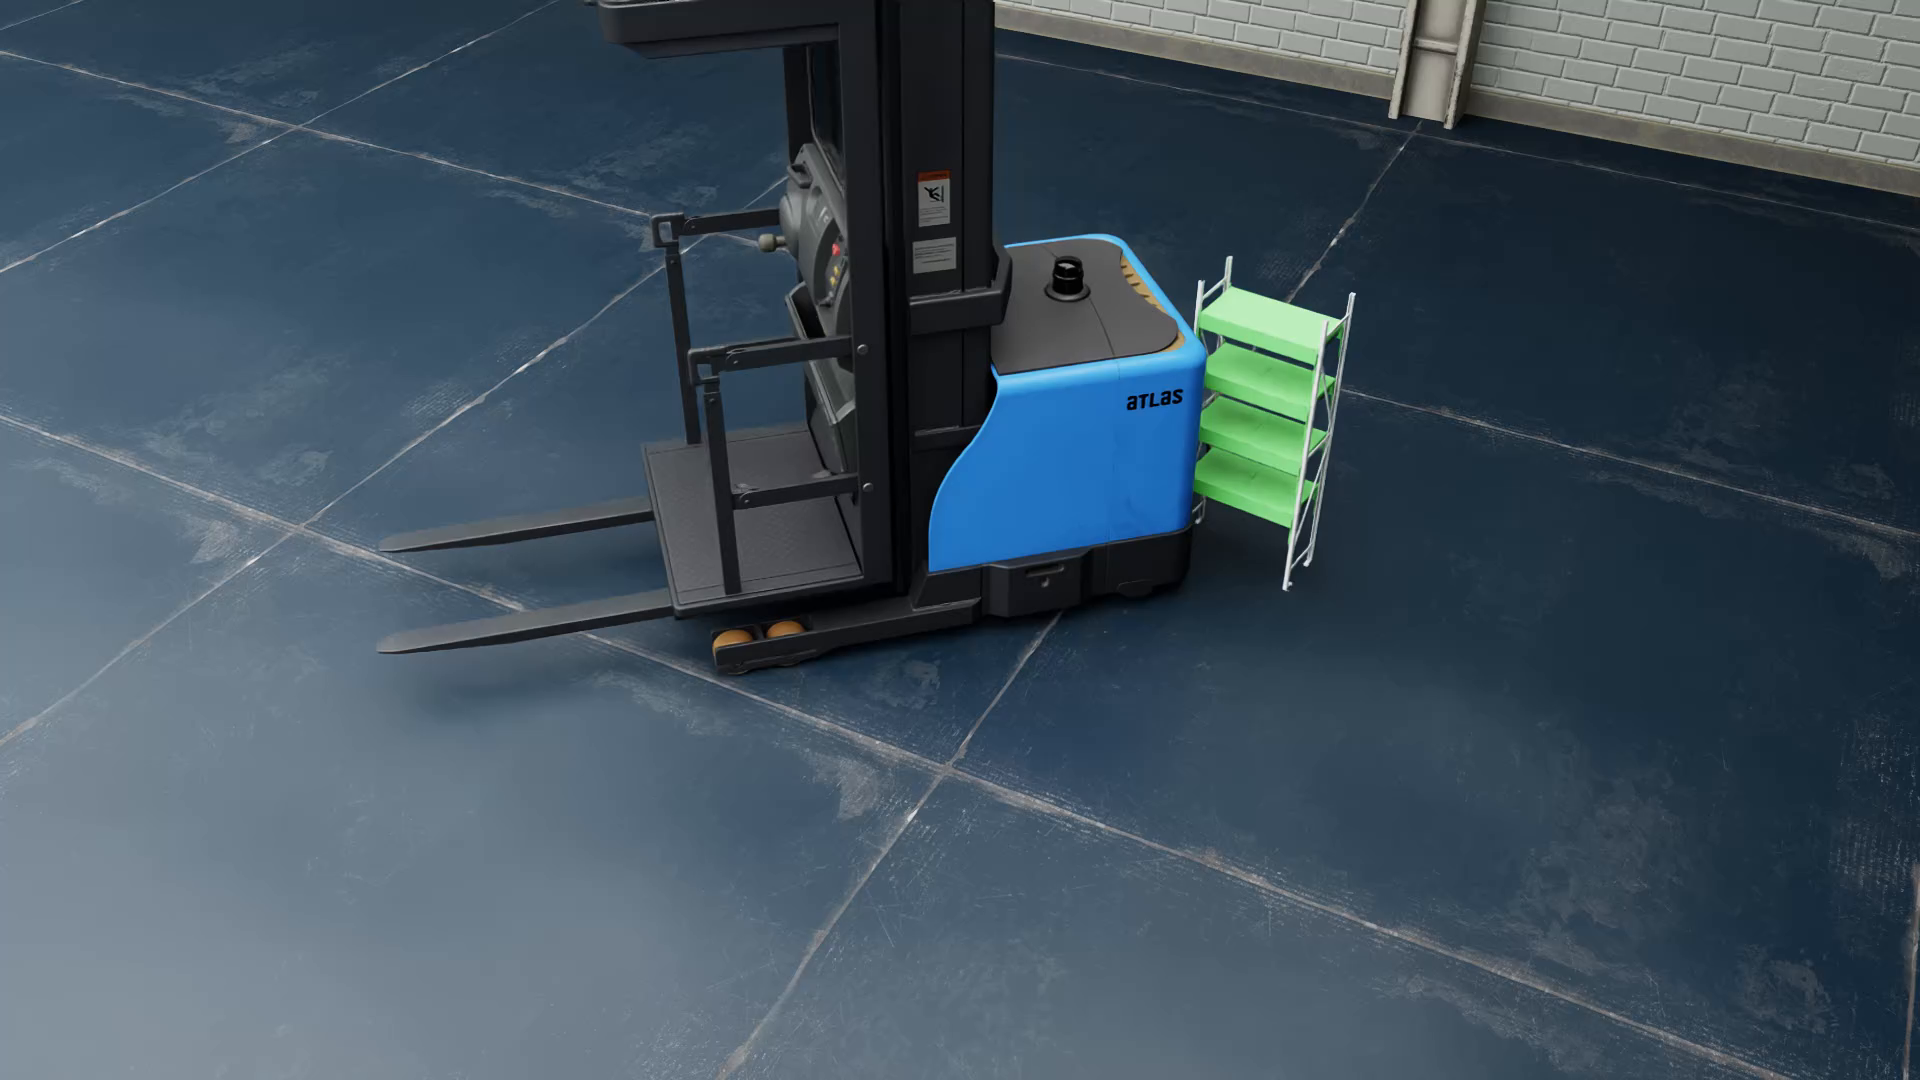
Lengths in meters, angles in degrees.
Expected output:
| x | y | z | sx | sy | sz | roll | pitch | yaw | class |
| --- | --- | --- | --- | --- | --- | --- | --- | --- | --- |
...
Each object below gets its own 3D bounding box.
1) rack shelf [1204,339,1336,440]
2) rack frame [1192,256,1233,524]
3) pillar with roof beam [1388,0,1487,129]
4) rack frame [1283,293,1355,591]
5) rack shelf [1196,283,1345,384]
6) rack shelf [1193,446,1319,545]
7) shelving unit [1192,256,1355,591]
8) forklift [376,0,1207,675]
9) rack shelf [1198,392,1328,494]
| x | y | z | sx | sy | sz | roll | pitch | yaw | class |
| --- | --- | --- | --- | --- | --- | --- | --- | --- | --- |
| 1.134 | -0.566 | 6.213 | 0.480 | 0.148 | 0.258 | 23 | 43 | 27 | rack shelf |
| 0.934 | -0.510 | 6.430 | 0.015 | 1.200 | 0.240 | 23 | 43 | 27 | rack frame |
| 0.879 | -3.880 | 4.418 | 0.400 | 9.000 | 9.100 | 17 | 41 | 21 | pillar with roof beam |
| 1.334 | -0.342 | 6.208 | 0.015 | 1.200 | 0.240 | 23 | 43 | 27 | rack frame |
| 1.134 | -0.758 | 6.068 | 0.480 | 0.148 | 0.258 | 23 | 43 | 27 | rack shelf |
| 1.134 | -0.184 | 6.503 | 0.480 | 0.148 | 0.258 | 23 | 43 | 27 | rack shelf |
| 1.134 | -0.426 | 6.319 | 0.503 | 1.200 | 0.258 | 23 | 43 | 27 | shelving unit |
| -0.682 | -1.028 | 5.680 | 3.031 | 2.935 | 1.130 | -9 | 38 | -12 | forklift |
| 1.134 | -0.375 | 6.358 | 0.480 | 0.148 | 0.258 | 23 | 43 | 27 | rack shelf |
